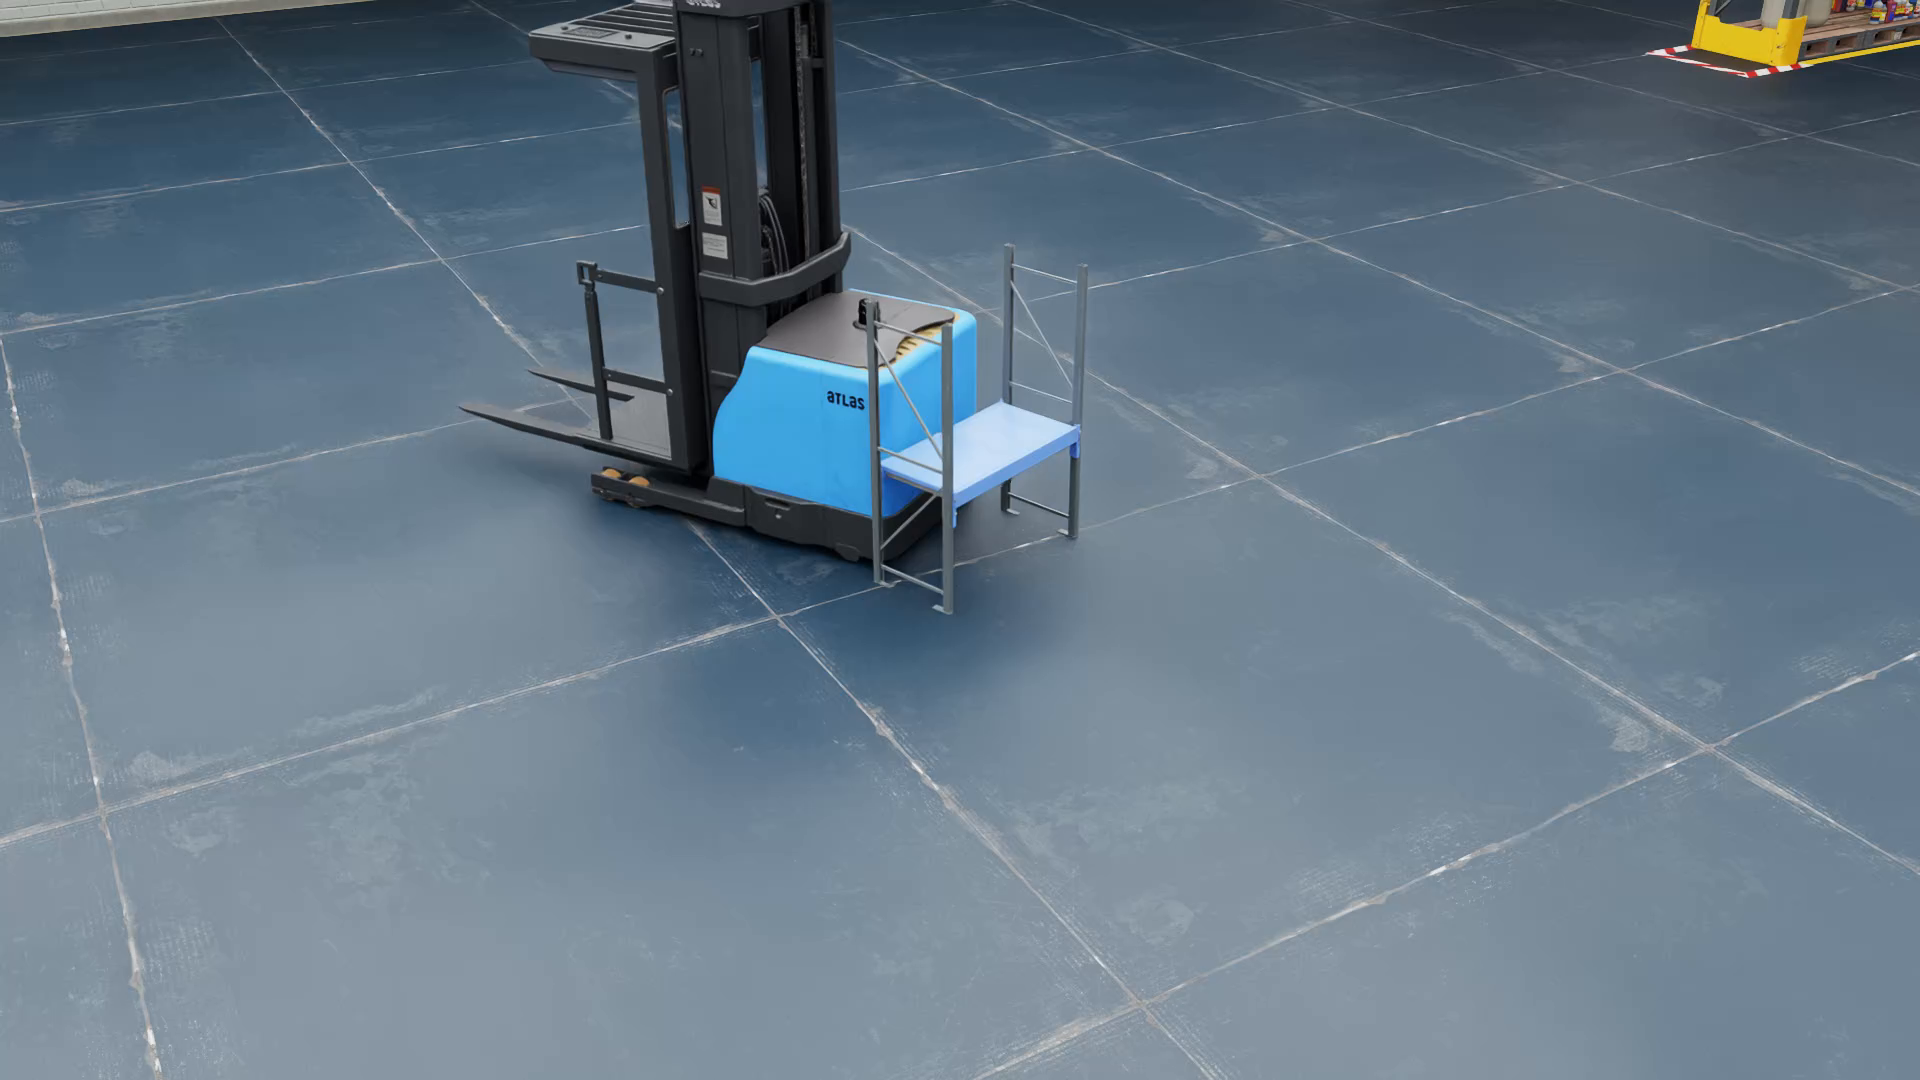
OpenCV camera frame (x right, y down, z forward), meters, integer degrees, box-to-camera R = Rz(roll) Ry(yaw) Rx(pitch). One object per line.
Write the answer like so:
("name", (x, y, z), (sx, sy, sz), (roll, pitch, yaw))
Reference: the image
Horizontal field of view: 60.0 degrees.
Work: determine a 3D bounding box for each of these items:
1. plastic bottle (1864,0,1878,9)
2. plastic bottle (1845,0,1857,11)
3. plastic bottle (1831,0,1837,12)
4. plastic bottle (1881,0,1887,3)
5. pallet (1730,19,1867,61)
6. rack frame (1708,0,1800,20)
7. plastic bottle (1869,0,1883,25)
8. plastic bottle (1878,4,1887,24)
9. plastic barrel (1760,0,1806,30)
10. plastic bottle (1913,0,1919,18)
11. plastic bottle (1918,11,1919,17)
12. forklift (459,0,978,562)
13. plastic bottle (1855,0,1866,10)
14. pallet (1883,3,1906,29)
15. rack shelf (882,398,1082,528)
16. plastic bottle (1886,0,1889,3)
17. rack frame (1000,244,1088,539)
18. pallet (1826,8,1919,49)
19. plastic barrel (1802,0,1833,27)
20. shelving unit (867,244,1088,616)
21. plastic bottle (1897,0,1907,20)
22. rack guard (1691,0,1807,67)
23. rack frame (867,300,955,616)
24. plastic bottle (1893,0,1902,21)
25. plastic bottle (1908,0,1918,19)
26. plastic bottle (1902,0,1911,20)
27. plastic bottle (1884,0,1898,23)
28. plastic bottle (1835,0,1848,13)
("plastic bottle", (10.808, -6.443, 19.684), (0.135, 0.276, 0.152), (-16, 33, -26))
("plastic bottle", (10.490, -6.331, 19.558), (0.097, 0.201, 0.097), (0, 29, 0))
("plastic bottle", (10.291, -6.377, 19.565), (0.135, 0.276, 0.152), (-16, 33, -26))
("plastic bottle", (11.078, -6.636, 19.956), (0.185, 0.351, 0.144), (-17, 33, -28))
("pallet", (9.443, -5.709, 18.876), (1.213, 0.211, 1.003), (-16, 33, -26))
("rack frame", (8.698, -6.695, 17.776), (0.127, 3.000, 1.000), (-16, 33, -26))
("plastic bottle", (10.419, -6.007, 18.898), (0.097, 0.271, 0.097), (0, 29, 0))
("plastic bottle", (10.509, -6.001, 18.961), (0.097, 0.201, 0.097), (0, 29, 0))
("plastic barrel", (9.227, -5.982, 18.625), (0.421, 0.512, 0.421), (0, 29, 0))
("plastic bottle", (11.064, -6.159, 19.247), (0.097, 0.201, 0.097), (0, 29, 0))
("plastic bottle", (11.152, -6.232, 19.302), (0.135, 0.276, 0.152), (-15, 32, -25))
("forklift", (-1.436, -1.665, 8.734), (3.031, 2.935, 1.130), (15, 32, 24))
("plastic bottle", (10.650, -6.381, 19.649), (0.097, 0.201, 0.097), (0, 29, 0))
("pallet", (11.547, -6.306, 19.958), (1.213, 0.211, 1.003), (-16, 33, -26))
("rack shelf", (0.098, -0.400, 8.294), (0.538, 0.185, 1.000), (22, 36, 34))
("plastic bottle", (11.177, -6.561, 19.903), (0.097, 0.271, 0.097), (0, 29, 0))
("rack frame", (0.421, -0.747, 8.551), (0.500, 1.500, 0.032), (22, 36, 34))
("pallet", (10.494, -6.005, 19.413), (1.213, 0.211, 1.003), (-16, 33, -26))
("plastic barrel", (9.659, -6.105, 18.848), (0.421, 0.512, 0.421), (0, 29, 0))
("shelving unit", (0.098, -0.557, 8.208), (0.538, 1.500, 1.048), (22, 36, 34))
("plastic bottle", (10.801, -6.115, 19.095), (0.097, 0.271, 0.097), (0, 29, 0))
("rack guard", (8.740, -5.638, 18.449), (0.348, 0.500, 1.175), (-16, 33, -26))
("rack frame", (-0.226, -0.368, 7.864), (0.500, 1.500, 0.032), (22, 36, 34))
("plastic bottle", (10.715, -6.091, 19.050), (0.097, 0.271, 0.097), (0, 29, 0))
("plastic bottle", (10.976, -6.165, 19.184), (0.097, 0.271, 0.097), (0, 29, 0))
("plastic bottle", (10.887, -6.109, 19.155), (0.097, 0.201, 0.097), (0, 29, 0))
("plastic bottle", (10.624, -6.060, 18.982), (0.133, 0.283, 0.061), (-15, 32, -26))
("plastic bottle", (10.345, -6.336, 19.483), (0.133, 0.283, 0.061), (-16, 33, -26))
